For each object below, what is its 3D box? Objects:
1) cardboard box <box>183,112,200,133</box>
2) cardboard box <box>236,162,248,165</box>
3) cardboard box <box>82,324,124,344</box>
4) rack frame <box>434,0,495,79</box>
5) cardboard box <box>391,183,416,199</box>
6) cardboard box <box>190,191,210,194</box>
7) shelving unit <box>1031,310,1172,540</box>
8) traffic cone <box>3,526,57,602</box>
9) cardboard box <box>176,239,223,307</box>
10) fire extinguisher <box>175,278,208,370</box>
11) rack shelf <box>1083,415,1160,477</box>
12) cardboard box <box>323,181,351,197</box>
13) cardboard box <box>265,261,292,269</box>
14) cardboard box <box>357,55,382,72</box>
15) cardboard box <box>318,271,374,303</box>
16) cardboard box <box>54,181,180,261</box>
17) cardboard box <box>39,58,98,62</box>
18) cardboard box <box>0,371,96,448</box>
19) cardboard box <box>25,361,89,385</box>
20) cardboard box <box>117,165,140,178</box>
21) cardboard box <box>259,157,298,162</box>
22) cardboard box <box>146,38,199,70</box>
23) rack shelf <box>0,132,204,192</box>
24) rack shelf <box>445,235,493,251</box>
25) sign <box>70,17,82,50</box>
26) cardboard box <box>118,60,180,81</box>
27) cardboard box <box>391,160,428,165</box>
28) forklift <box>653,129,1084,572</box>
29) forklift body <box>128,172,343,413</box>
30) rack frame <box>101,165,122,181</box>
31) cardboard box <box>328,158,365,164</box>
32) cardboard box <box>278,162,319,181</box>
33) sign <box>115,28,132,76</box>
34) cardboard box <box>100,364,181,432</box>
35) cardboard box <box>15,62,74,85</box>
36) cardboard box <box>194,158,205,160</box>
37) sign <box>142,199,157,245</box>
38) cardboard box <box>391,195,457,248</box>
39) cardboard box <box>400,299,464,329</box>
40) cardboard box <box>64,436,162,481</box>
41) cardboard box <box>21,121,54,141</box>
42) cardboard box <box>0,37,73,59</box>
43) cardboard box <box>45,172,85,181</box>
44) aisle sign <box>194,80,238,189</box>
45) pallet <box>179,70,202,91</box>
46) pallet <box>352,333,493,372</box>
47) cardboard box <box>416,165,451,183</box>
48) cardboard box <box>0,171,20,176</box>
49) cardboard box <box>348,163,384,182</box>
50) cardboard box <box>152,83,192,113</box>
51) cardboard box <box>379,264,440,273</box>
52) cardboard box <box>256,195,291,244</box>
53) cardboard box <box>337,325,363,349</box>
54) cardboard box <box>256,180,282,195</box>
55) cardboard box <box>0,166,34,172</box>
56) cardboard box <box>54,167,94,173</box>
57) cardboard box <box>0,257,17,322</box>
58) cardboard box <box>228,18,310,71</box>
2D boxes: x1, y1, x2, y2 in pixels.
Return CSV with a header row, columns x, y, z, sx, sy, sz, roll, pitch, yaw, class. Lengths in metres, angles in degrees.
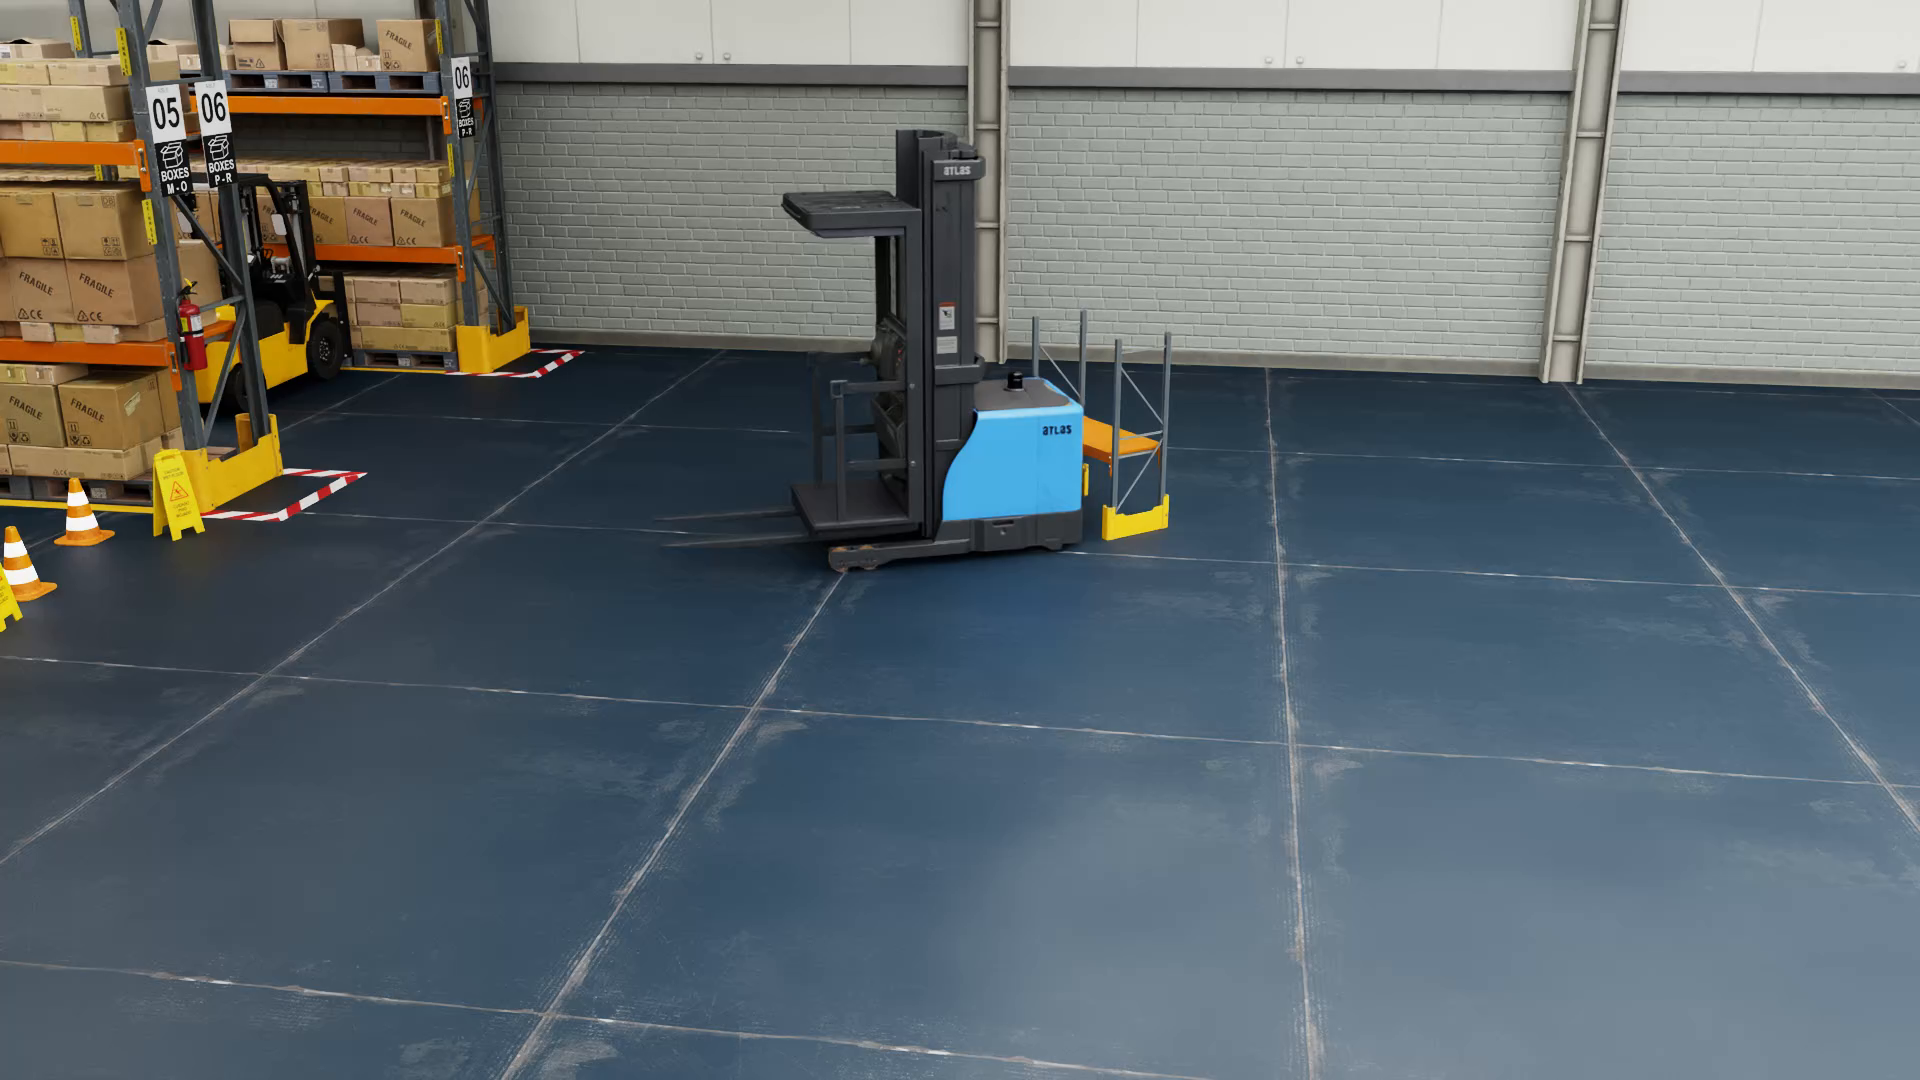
x,y,z,sx,sy,sz,roll,pitch,yaw,class
-6.137,-3.237,12.918,0.250,0.149,0.380,3,19,9,cardboard box
-7.735,-3.914,17.625,0.250,0.149,0.380,3,19,8,cardboard box
-6.532,-1.626,12.830,0.250,0.149,0.380,3,19,8,cardboard box
-5.078,-6.215,16.696,0.127,3.000,1.000,3,19,9,rack frame
-5.721,-3.658,17.330,0.250,0.149,0.380,3,19,10,cardboard box
-8.005,-3.775,17.680,0.250,0.149,0.380,3,19,10,cardboard box
-7.100,-1.310,13.381,13.309,1.800,11.382,-12,22,-31,shelving unit
-6.331,0.135,11.169,0.334,0.463,0.336,3,19,9,traffic cone
-6.285,-2.114,13.268,0.500,0.500,0.500,3,19,8,cardboard box
-5.821,-1.628,12.564,0.183,0.674,0.296,3,19,9,fire extinguisher
1.046,-0.728,12.681,0.538,0.185,1.000,-12,22,-31,rack shelf
-6.482,-3.705,17.470,0.250,0.149,0.380,2,19,7,cardboard box
-7.510,-2.926,18.417,0.500,0.250,0.500,3,19,9,cardboard box
-5.944,-4.867,16.970,0.250,0.149,0.380,2,19,7,cardboard box
-6.587,-2.711,17.774,0.500,0.250,0.500,3,19,9,cardboard box
-6.400,-2.435,12.651,0.500,0.500,0.700,2,19,7,cardboard box
-6.904,-3.654,12.908,0.250,0.149,0.380,3,19,8,cardboard box
-7.209,-1.050,13.202,0.500,0.500,0.500,4,19,11,cardboard box
-7.067,-1.329,13.016,0.250,0.149,0.380,3,19,10,cardboard box
-8.759,-3.959,17.758,0.250,0.149,0.380,3,19,10,cardboard box
-7.405,-4.072,18.096,0.250,0.149,0.380,3,19,8,cardboard box
-8.244,-5.080,17.352,0.500,0.311,0.500,3,19,10,cardboard box
-7.836,-2.997,12.939,4.000,0.370,1.077,3,19,9,rack shelf
-7.052,-3.222,18.032,3.809,0.124,0.919,3,19,9,rack shelf
-9.103,-5.218,17.132,0.005,0.325,0.100,3,19,9,sign
-6.180,-3.578,12.682,0.250,0.149,0.380,3,19,8,cardboard box
-5.891,-3.983,17.830,0.250,0.149,0.380,3,19,10,cardboard box
-0.683,-1.353,11.726,3.031,2.935,1.130,-4,19,-13,forklift
-7.239,-2.492,16.360,1.214,2.155,2.313,3,19,9,forklift body
-9.027,-3.571,18.250,0.127,3.000,1.000,3,19,9,rack frame
-6.641,-4.049,18.029,0.250,0.149,0.380,2,19,7,cardboard box
-6.980,-3.894,17.564,0.250,0.149,0.380,3,19,9,cardboard box
-5.969,-3.484,11.867,0.005,0.325,0.100,3,19,9,sign
-6.637,-1.194,13.634,0.500,0.500,0.500,2,19,7,cardboard box
-6.745,-3.453,12.308,0.250,0.149,0.380,3,19,8,cardboard box
-8.159,-4.111,18.215,0.250,0.149,0.380,3,19,8,cardboard box
-5.969,-2.341,12.250,0.005,0.325,0.100,3,19,9,sign
-5.605,-3.360,17.460,0.500,0.500,0.500,3,19,7,cardboard box
-5.608,-2.429,17.719,0.500,0.250,0.500,3,19,8,cardboard box
-6.726,-0.668,13.243,0.500,0.250,0.500,3,19,8,cardboard box
-6.766,-3.075,12.434,0.250,0.149,0.380,3,19,10,cardboard box
-9.780,-5.158,17.586,0.500,0.311,0.500,2,19,7,cardboard box
-9.657,-3.881,17.996,0.250,0.149,0.380,3,19,8,cardboard box
-5.751,-3.142,12.868,0.004,0.787,0.394,3,19,9,aisle sign
-8.181,-4.917,17.684,1.213,0.211,1.003,3,19,9,pallet
-5.839,-2.073,18.166,1.213,0.211,1.003,3,19,9,pallet
-5.465,-3.818,17.339,0.250,0.149,0.380,3,19,9,cardboard box
-10.420,-3.915,18.096,0.250,0.149,0.380,2,19,7,cardboard box
-6.210,-3.861,17.468,0.250,0.149,0.380,3,19,9,cardboard box
-6.315,-3.416,12.826,0.500,0.250,0.500,3,19,8,cardboard box
-6.016,-2.847,18.180,0.500,0.250,0.500,3,19,9,cardboard box
-7.120,-3.437,17.689,0.500,0.500,0.500,3,19,9,cardboard box
-6.574,-2.246,17.960,0.500,0.250,0.500,3,19,9,cardboard box
-7.230,-3.744,17.586,0.250,0.149,0.380,3,19,8,cardboard box
-10.590,-4.092,18.626,0.250,0.149,0.380,3,19,8,cardboard box
-9.843,-4.054,18.513,0.250,0.149,0.380,3,19,8,cardboard box
-7.428,-1.997,12.919,0.500,0.500,0.500,3,19,8,cardboard box
-7.120,-5.158,17.283,0.637,0.503,0.797,4,19,10,cardboard box
